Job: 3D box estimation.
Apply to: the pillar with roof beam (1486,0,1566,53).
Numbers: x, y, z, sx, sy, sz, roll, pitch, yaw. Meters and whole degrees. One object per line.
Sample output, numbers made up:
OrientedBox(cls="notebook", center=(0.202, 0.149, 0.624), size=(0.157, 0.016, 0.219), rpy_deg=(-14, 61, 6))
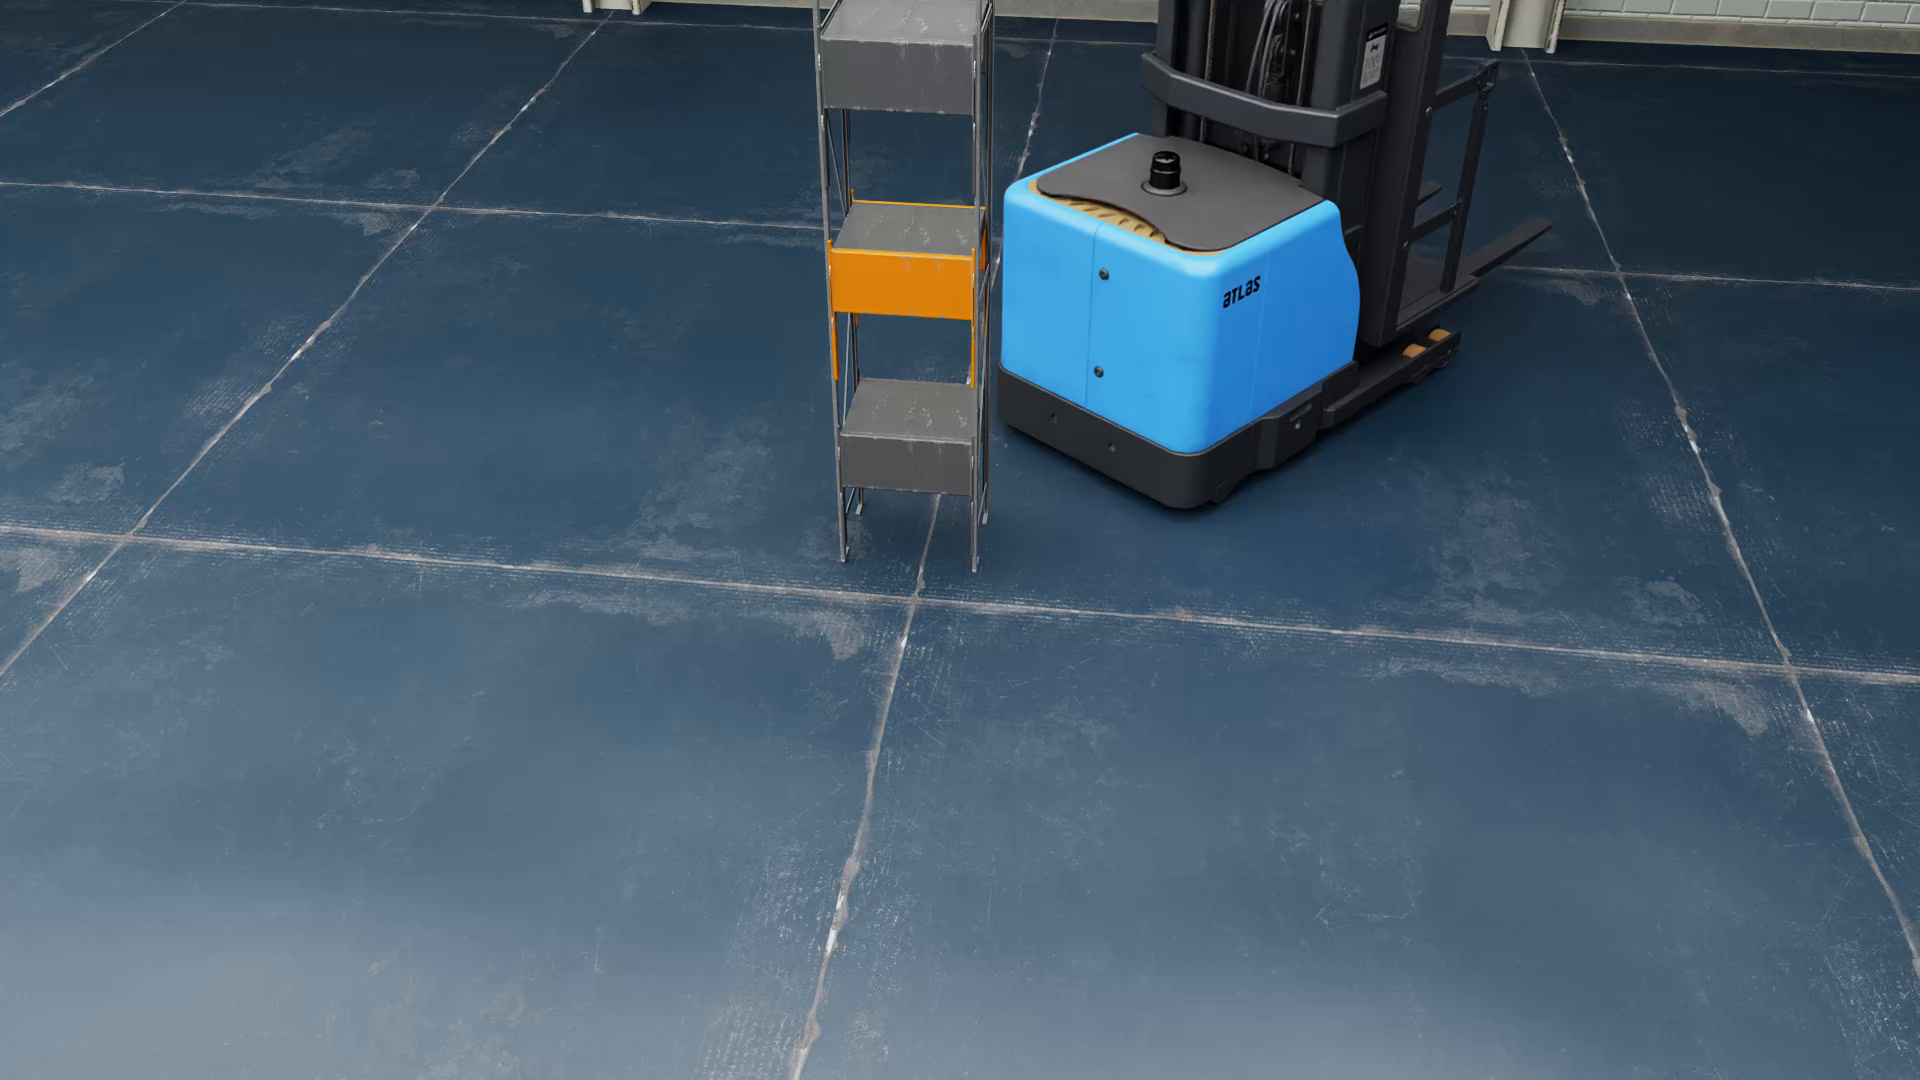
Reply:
OrientedBox(cls="pillar with roof beam", center=(3.069, -4.389, 4.653), size=(0.400, 9.000, 9.100), rpy_deg=(4, 36, 6))

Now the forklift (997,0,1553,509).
OrientedBox(cls="forklift", center=(1.550, -2.063, 6.618), size=(3.031, 2.935, 1.130), rpy_deg=(-30, 45, -35))

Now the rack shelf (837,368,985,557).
OrientedBox(cls="rack shelf", center=(-0.164, -0.286, 6.072), size=(0.480, 0.518, 0.431), rpy_deg=(4, 36, 6))

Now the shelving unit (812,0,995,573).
OrientedBox(cls="shelving unit", center=(-0.164, -0.867, 5.657), size=(0.503, 2.100, 0.431), rpy_deg=(4, 36, 6))

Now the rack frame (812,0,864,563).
OrientedBox(cls="rack frame", center=(-0.406, -0.885, 5.683), size=(0.015, 2.100, 0.400), rpy_deg=(4, 36, 6))

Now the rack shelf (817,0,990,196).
OrientedBox(cls="rack shelf", center=(-0.164, -1.426, 5.258), size=(0.480, 0.518, 0.431), rpy_deg=(4, 36, 6))

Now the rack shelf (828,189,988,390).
OrientedBox(cls="rack shelf", center=(-0.164, -0.856, 5.665), size=(0.480, 0.518, 0.431), rpy_deg=(4, 36, 6))

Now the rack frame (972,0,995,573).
OrientedBox(cls="rack frame", center=(0.078, -0.849, 5.632), size=(0.015, 2.100, 0.400), rpy_deg=(4, 36, 6))
